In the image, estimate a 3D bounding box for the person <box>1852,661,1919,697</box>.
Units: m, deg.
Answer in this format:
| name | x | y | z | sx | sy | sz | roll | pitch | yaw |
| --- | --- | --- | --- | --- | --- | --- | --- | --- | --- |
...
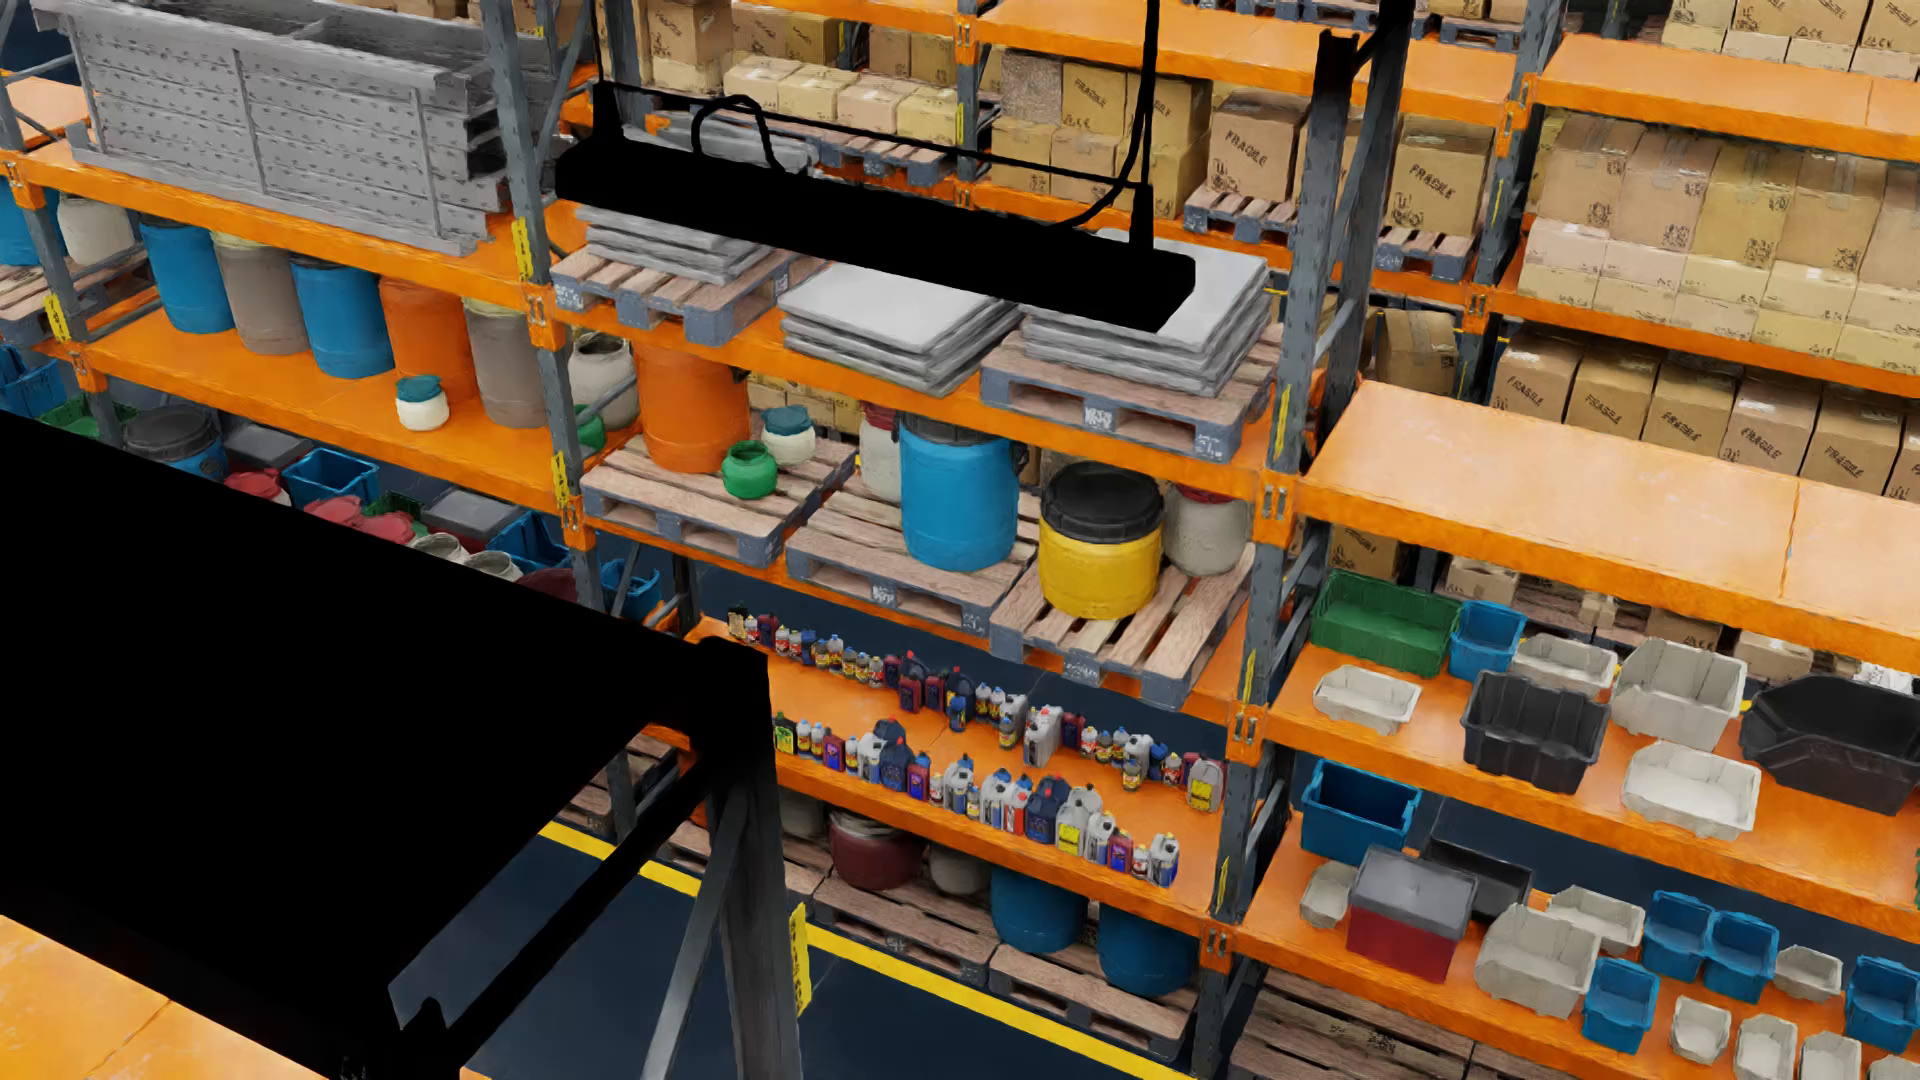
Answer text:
| name | x | y | z | sx | sy | sz | roll | pitch | yaw |
| --- | --- | --- | --- | --- | --- | --- | --- | --- | --- |
| person | 5.896 | 1.206 | 10.697 | 0.583 | 1.667 | 0.487 | 22 | 41 | 28 |
